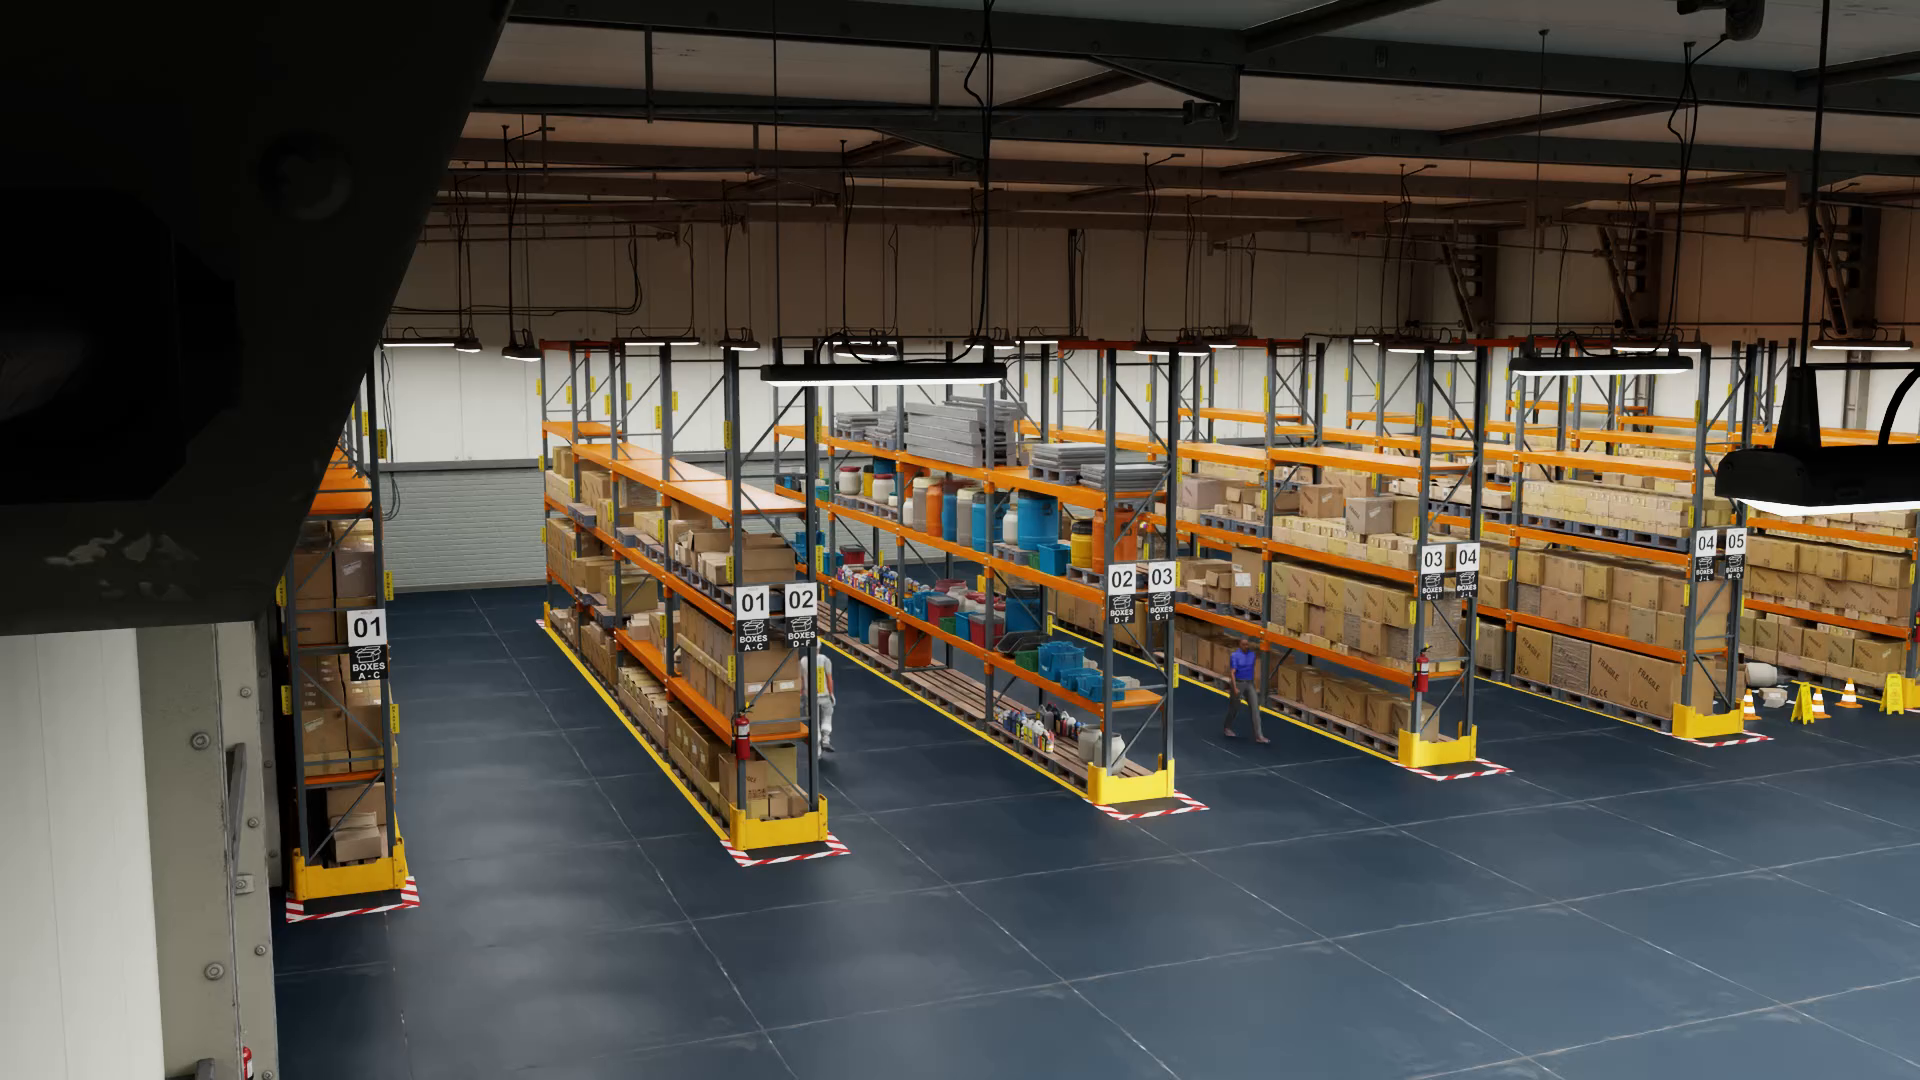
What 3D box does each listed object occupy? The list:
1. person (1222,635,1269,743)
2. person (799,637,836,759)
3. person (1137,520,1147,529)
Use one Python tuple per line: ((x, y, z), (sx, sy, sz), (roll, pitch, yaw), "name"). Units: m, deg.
((4.328, 2.243, 25.274), (0.476, 1.602, 0.854), (-2, 8, -17), "person")
((-2.105, 2.282, 24.296), (0.559, 1.773, 0.496), (-1, 7, -7), "person")
((4.359, 0.131, 40.902), (0.584, 1.747, 0.761), (4, 8, 26), "person")
